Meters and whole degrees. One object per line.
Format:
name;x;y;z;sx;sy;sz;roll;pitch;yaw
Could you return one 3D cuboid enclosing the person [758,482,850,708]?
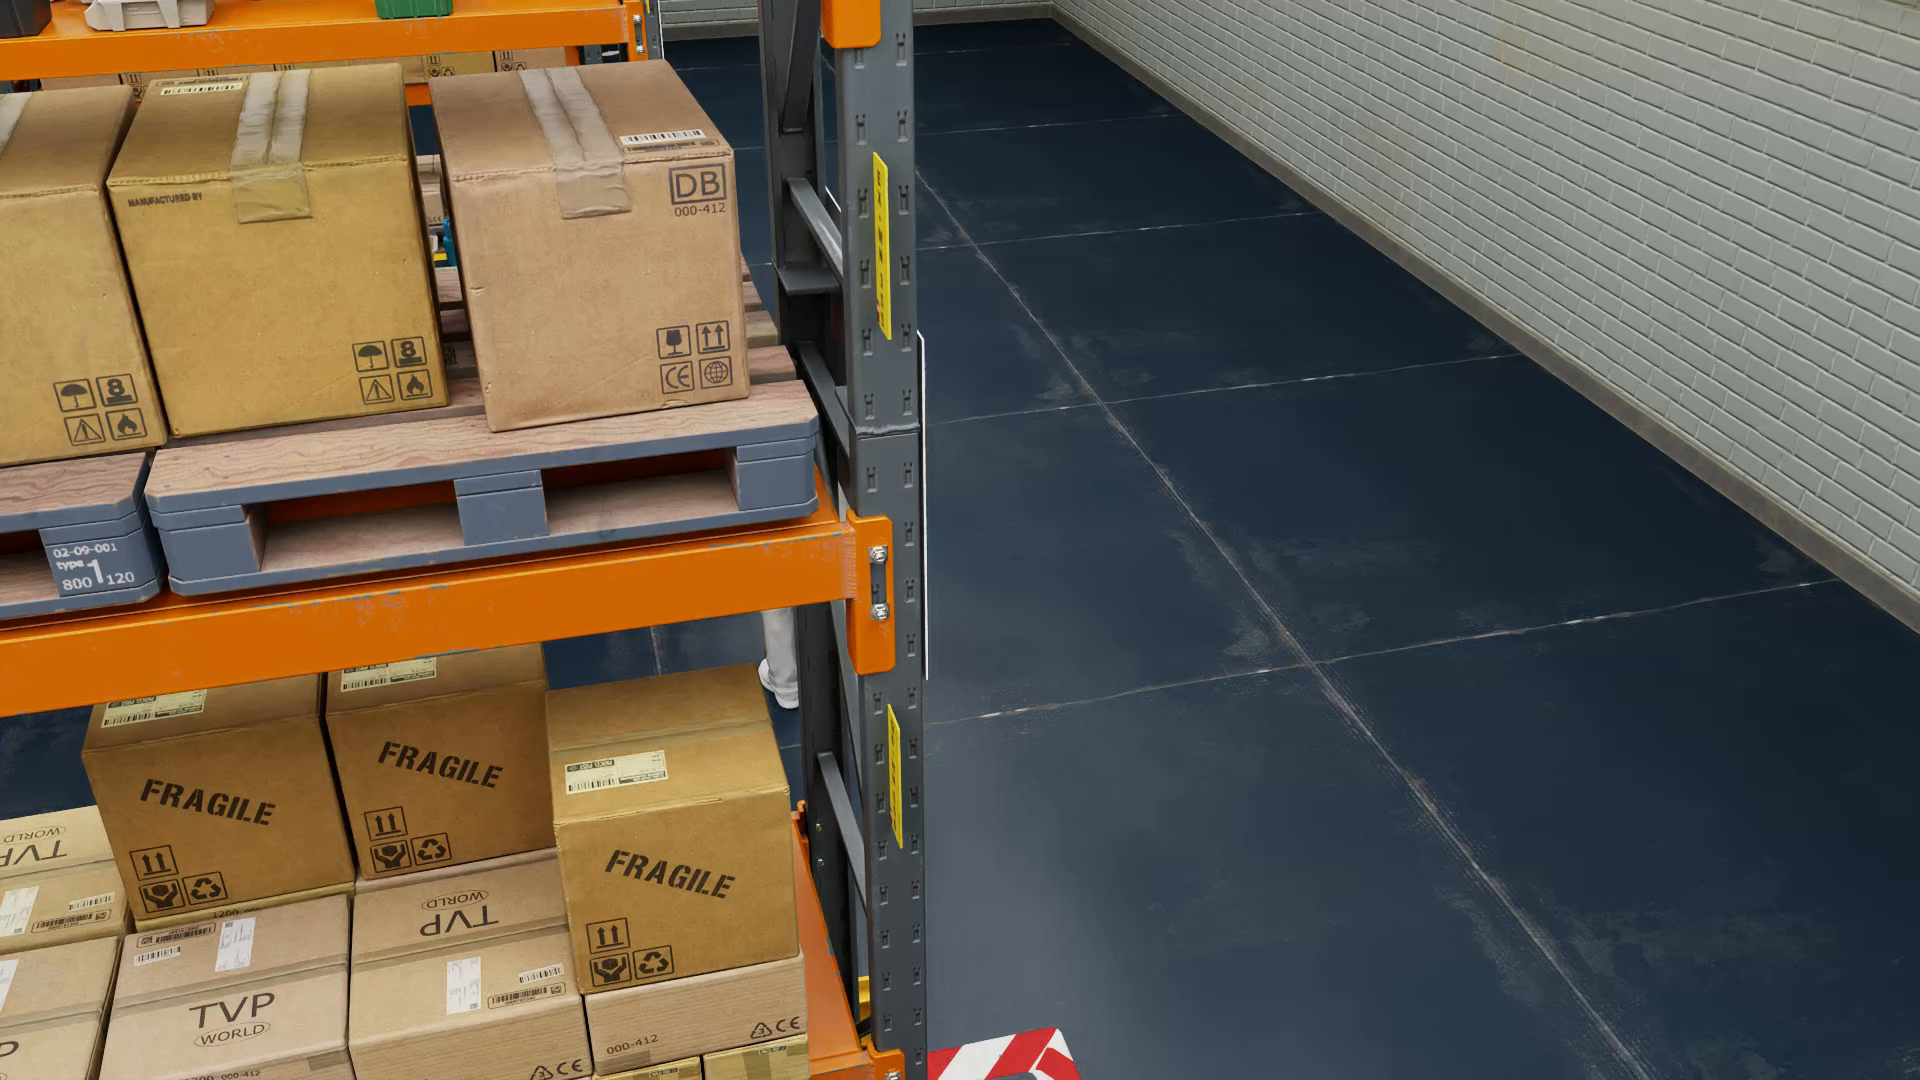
person;-0.713;-0.085;7.292;0.643;1.774;0.423;-8;31;-13
